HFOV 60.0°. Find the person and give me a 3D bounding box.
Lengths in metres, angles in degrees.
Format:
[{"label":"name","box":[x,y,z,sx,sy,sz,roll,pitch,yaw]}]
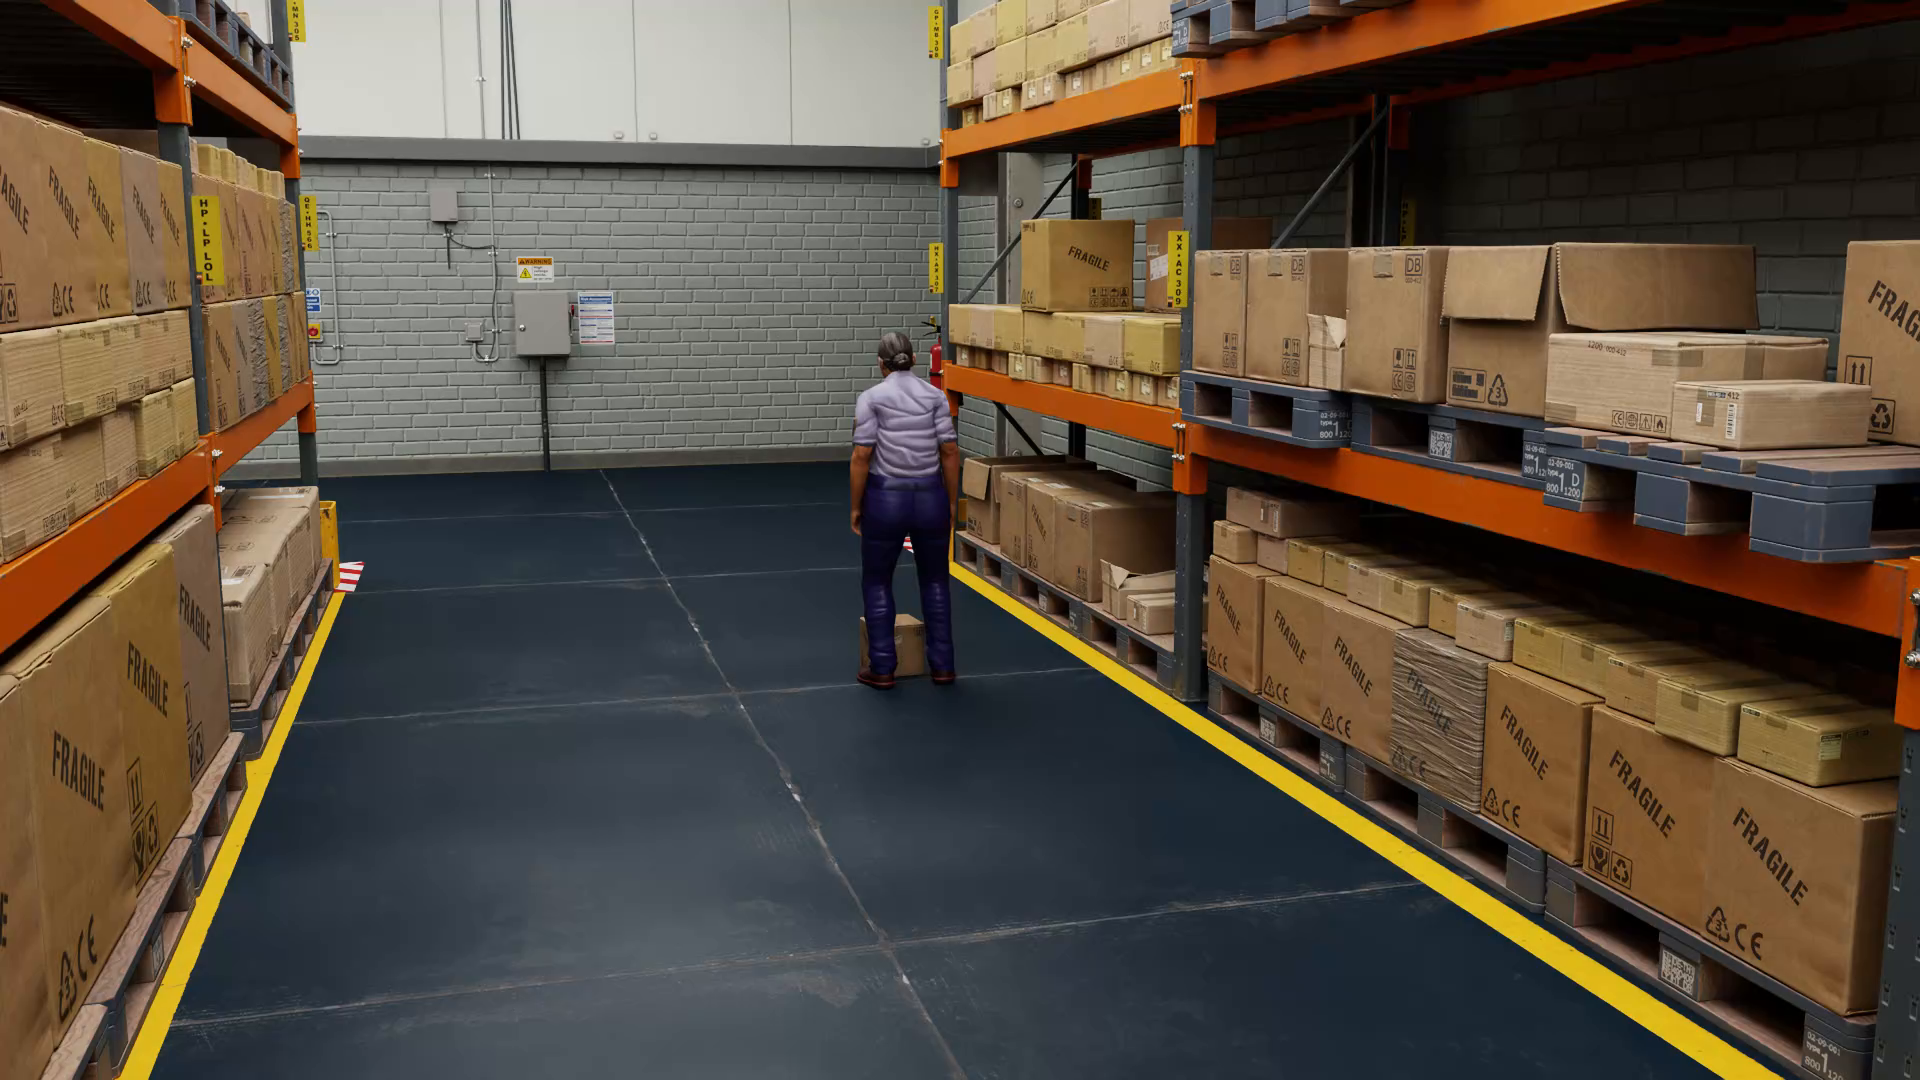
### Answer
[{"label":"person","box":[-0.259,-0.135,7.765,0.537,1.637,0.337,-3,10,-17]}]
